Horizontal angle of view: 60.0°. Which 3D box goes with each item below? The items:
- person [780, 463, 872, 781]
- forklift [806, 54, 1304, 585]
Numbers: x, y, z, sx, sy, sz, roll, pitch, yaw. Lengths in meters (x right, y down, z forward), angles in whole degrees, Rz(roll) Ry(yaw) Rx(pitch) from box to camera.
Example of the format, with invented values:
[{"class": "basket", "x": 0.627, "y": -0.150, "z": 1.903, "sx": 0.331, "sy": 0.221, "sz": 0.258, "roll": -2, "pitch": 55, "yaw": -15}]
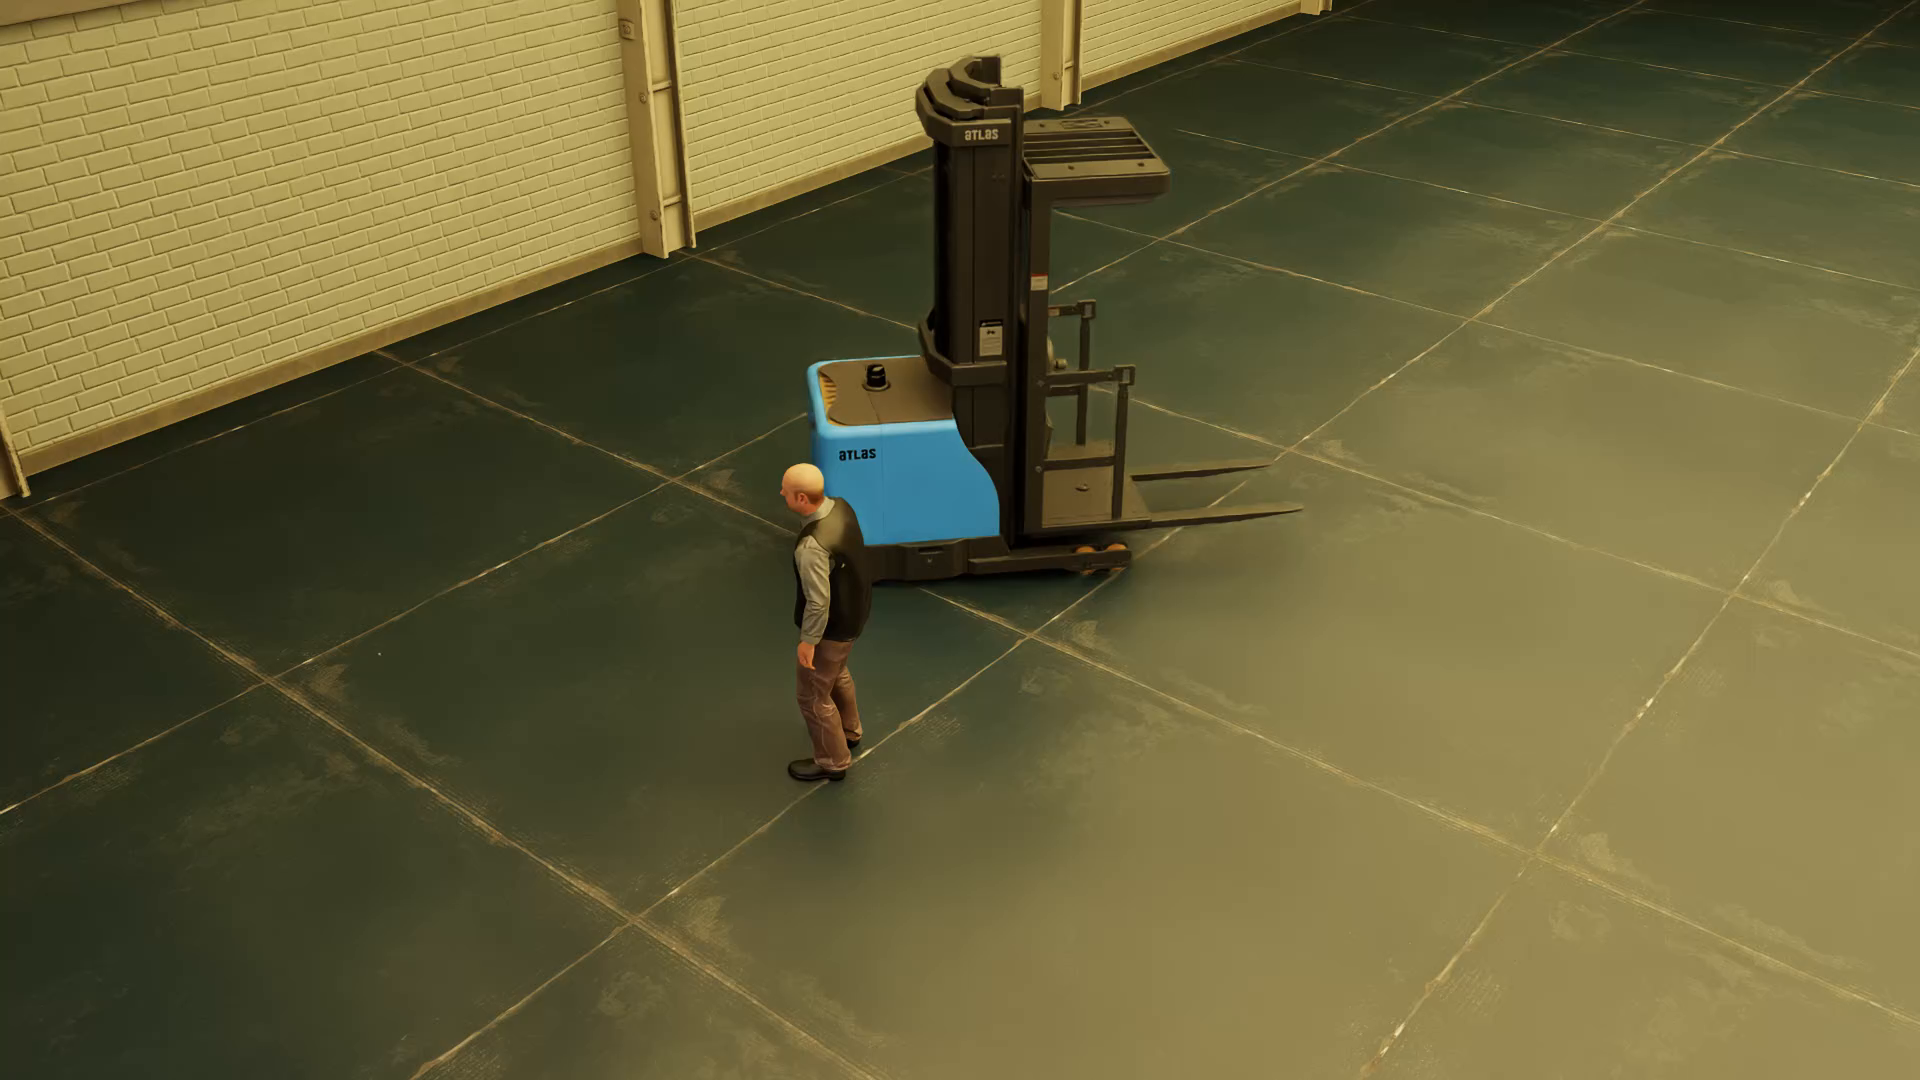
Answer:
[{"class": "person", "x": -0.641, "y": 0.397, "z": 8.117, "sx": 0.422, "sy": 1.719, "sz": 0.580, "roll": 7, "pitch": 31, "yaw": 11}, {"class": "forklift", "x": 0.603, "y": -1.317, "z": 9.849, "sx": 3.031, "sy": 2.935, "sz": 1.130, "roll": -5, "pitch": 31, "yaw": -8}]
